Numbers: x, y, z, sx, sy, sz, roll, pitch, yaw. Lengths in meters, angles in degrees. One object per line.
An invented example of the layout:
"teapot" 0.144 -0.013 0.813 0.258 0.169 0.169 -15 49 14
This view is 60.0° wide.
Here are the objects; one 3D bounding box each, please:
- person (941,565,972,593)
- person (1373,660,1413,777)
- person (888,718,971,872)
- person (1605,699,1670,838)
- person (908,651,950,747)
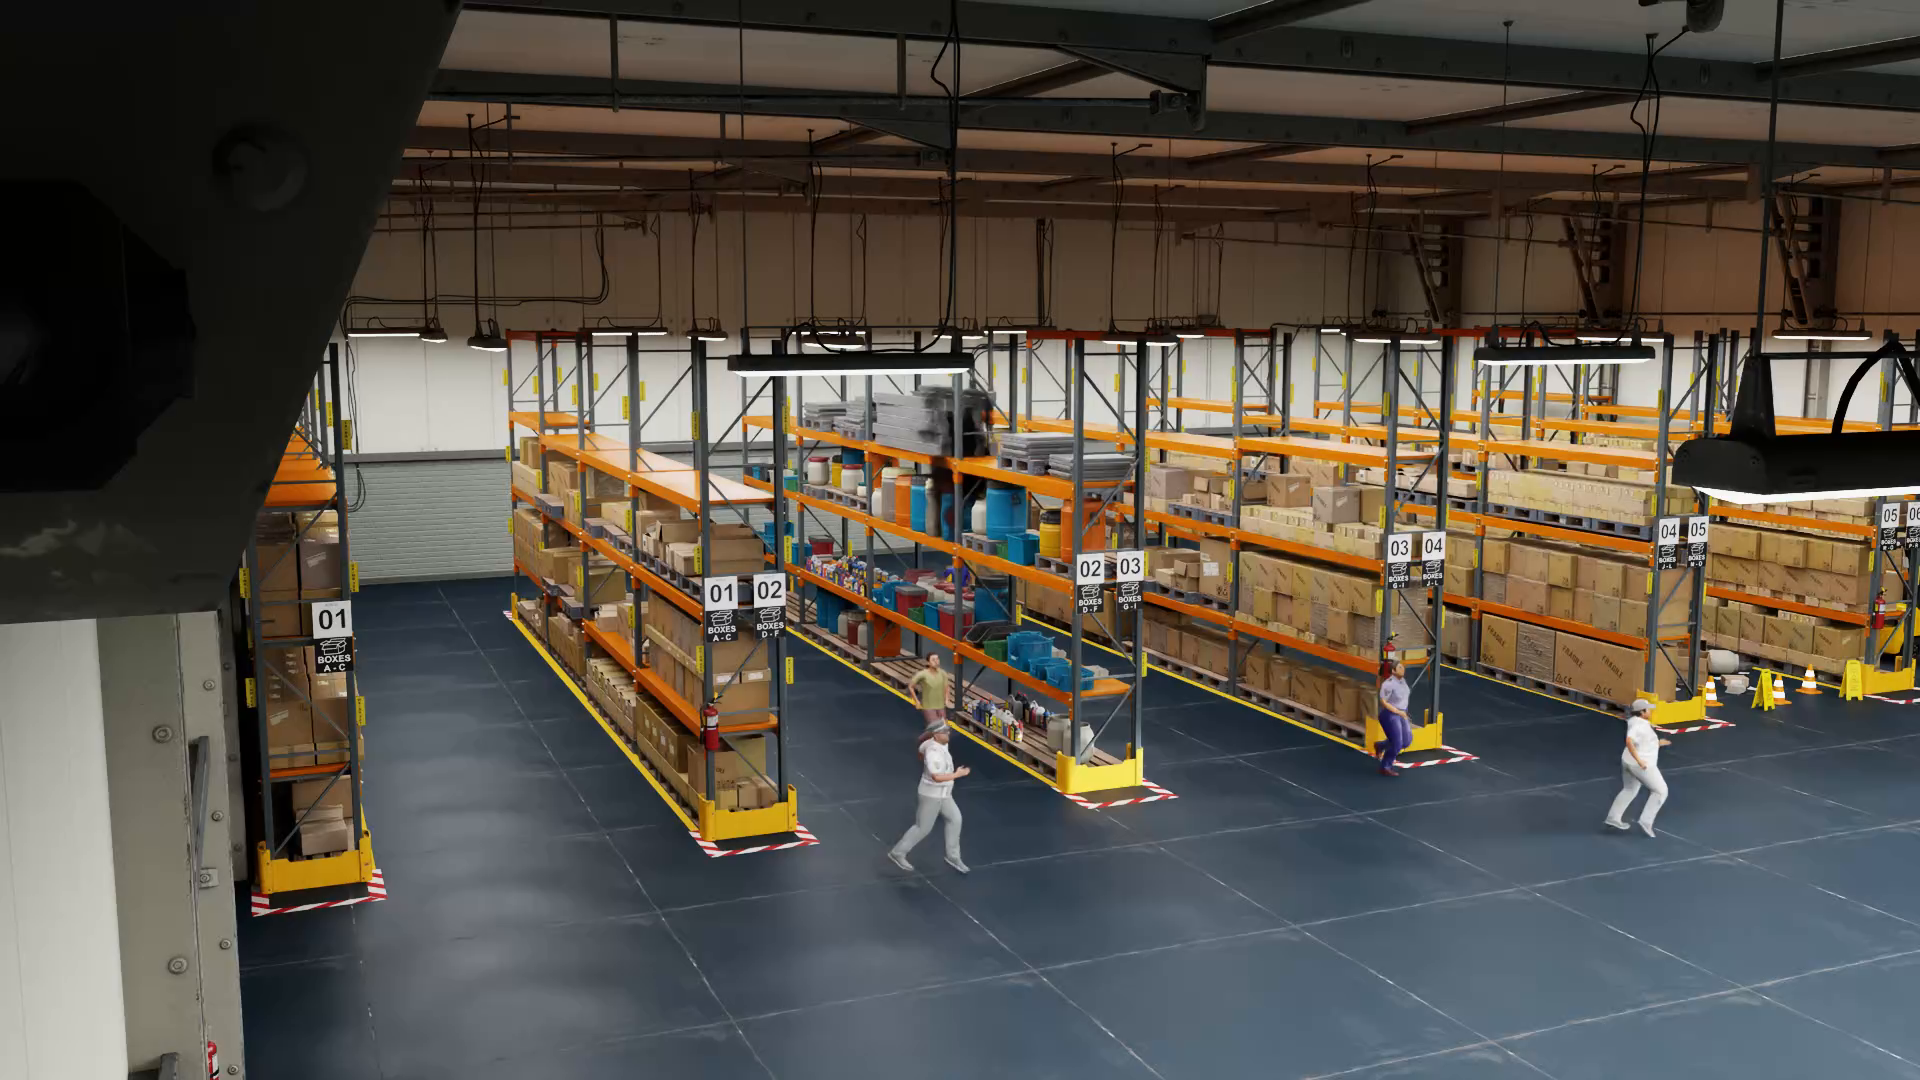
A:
"person" -0.032 1.067 32.630 0.581 1.635 0.932 -5 9 -30
"person" 5.974 2.438 22.892 0.597 1.604 0.605 7 10 41
"person" -0.333 2.904 18.870 0.928 1.839 0.673 1 8 8
"person" 8.290 2.776 20.249 0.692 1.712 0.574 0 8 1
"person" -0.372 2.368 23.288 0.581 1.630 0.540 -4 9 -29
